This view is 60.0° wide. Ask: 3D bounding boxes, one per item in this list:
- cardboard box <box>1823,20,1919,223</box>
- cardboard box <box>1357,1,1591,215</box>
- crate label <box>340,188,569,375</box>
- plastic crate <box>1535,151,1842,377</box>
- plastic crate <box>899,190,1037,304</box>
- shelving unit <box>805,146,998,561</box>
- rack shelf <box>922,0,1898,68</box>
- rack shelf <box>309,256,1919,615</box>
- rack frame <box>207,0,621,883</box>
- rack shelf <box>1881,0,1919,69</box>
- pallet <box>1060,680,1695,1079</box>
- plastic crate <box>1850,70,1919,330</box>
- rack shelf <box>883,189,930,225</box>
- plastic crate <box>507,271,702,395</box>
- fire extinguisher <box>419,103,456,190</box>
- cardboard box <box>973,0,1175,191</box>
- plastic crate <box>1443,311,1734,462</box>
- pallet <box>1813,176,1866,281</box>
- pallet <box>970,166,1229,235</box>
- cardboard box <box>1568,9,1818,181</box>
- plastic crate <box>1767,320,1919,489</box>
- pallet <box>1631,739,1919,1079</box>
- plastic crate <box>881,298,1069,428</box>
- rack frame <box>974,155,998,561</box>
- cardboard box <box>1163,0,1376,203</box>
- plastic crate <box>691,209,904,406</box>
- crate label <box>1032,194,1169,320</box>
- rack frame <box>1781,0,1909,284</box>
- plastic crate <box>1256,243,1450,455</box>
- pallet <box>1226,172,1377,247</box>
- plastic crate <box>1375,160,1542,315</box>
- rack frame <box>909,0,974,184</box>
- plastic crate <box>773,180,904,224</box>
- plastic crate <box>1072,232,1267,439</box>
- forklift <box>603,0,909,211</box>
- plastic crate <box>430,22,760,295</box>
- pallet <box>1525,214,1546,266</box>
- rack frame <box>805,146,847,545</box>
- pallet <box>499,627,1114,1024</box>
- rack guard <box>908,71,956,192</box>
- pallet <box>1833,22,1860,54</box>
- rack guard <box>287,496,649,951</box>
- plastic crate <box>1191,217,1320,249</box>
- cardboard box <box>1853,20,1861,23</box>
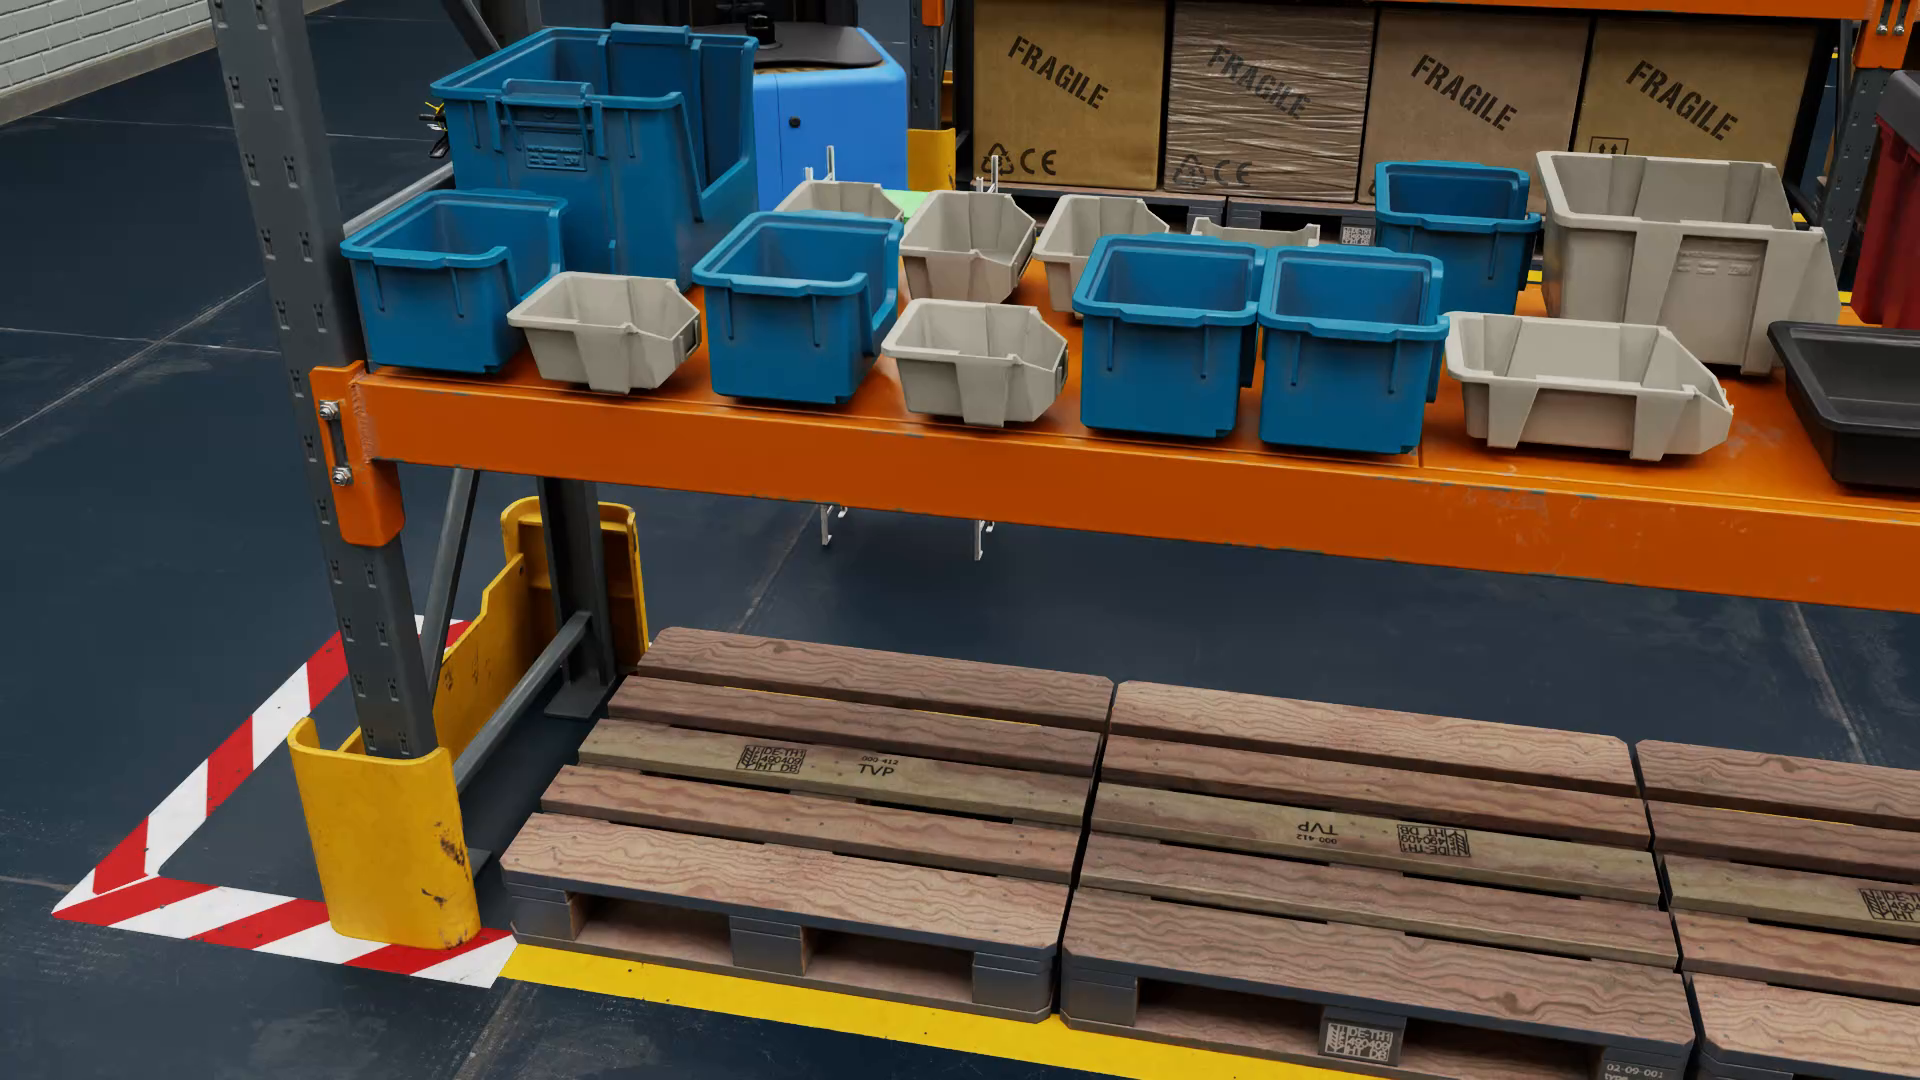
[{"bbox_3d":[4.478,-1.834,7.251,0.875,0.875,1.225,6,29,11],"label":"cardboard box"},{"bbox_3d":[2.339,-2.083,7.706,0.875,0.875,0.875,6,29,11],"label":"cardboard box"},{"bbox_3d":[-0.925,-0.485,3.124,0.303,0.233,0.416,6,29,11],"label":"crate label"},{"bbox_3d":[1.359,-0.524,3.145,0.530,0.282,0.437,6,29,11],"label":"plastic crate"},{"bbox_3d":[0.018,-0.590,3.415,0.243,0.136,0.396,6,29,11],"label":"plastic crate"},{"bbox_3d":[-0.162,-0.543,4.992,0.503,1.200,0.258,6,29,11],"label":"shelving unit"},{"bbox_3d":[1.892,-2.521,7.481,4.000,0.370,1.077,6,29,11],"label":"rack shelf"},{"bbox_3d":[0.858,-0.195,3.232,4.000,0.370,1.077,6,29,11],"label":"rack shelf"},{"bbox_3d":[-1.098,-0.711,3.426,0.127,3.000,1.000,6,29,11],"label":"rack frame"},{"bbox_3d":[5.804,-2.120,6.748,4.000,0.370,1.077,6,29,11],"label":"rack shelf"},{"bbox_3d":[0.890,0.736,3.686,1.213,0.211,1.003,6,29,11],"label":"pallet"},{"bbox_3d":[1.993,-0.572,3.042,0.583,0.464,0.402,6,29,11],"label":"plastic crate"},{"bbox_3d":[-0.162,-0.908,4.792,0.480,0.148,0.258,6,29,11],"label":"rack shelf"},{"bbox_3d":[-0.629,-0.372,3.018,0.298,0.136,0.250,6,29,11],"label":"plastic crate"},{"bbox_3d":[-1.150,-0.743,3.952,0.183,0.674,0.296,6,29,11],"label":"fire extinguisher"},{"bbox_3d":[0.579,-2.263,8.035,0.875,0.875,0.875,6,29,11],"label":"cardboard box"},{"bbox_3d":[1.048,-0.254,2.803,0.466,0.136,0.293,6,29,11],"label":"plastic crate"},{"bbox_3d":[4.619,-1.371,7.535,1.213,0.211,1.003,6,29,11],"label":"pallet"},{"bbox_3d":[0.735,-1.771,8.265,1.213,0.211,1.003,6,29,11],"label":"pallet"},{"bbox_3d":[3.220,-1.992,7.541,0.875,0.875,0.875,6,29,11],"label":"cardboard box"},{"bbox_3d":[1.663,-0.202,2.720,0.590,0.125,0.437,6,29,11],"label":"plastic crate"},{"bbox_3d":[2.087,0.857,3.464,1.213,0.211,1.003,6,29,11],"label":"pallet"},{"bbox_3d":[0.035,-0.304,2.893,0.298,0.136,0.250,6,29,11],"label":"plastic crate"},{"bbox_3d":[0.077,-0.518,4.948,0.015,1.200,0.240,6,29,11],"label":"rack frame"},{"bbox_3d":[1.469,-2.172,7.869,0.875,0.875,0.875,6,29,11],"label":"cardboard box"},{"bbox_3d":[-0.281,-0.419,3.004,0.300,0.233,0.416,6,29,11],"label":"plastic crate"},{"bbox_3d":[0.295,-0.573,3.385,0.243,0.136,0.396,6,29,11],"label":"crate label"},{"bbox_3d":[3.848,-2.636,6.942,0.127,3.000,1.000,6,29,11],"label":"rack frame"},{"bbox_3d":[0.656,-0.323,2.828,0.300,0.233,0.416,6,29,11],"label":"plastic crate"},{"bbox_3d":[1.924,-1.648,8.040,1.213,0.211,1.003,6,29,11],"label":"pallet"},{"bbox_3d":[0.964,-0.579,3.296,0.300,0.233,0.416,6,29,11],"label":"plastic crate"},{"bbox_3d":[-0.063,-3.038,7.675,0.127,3.000,1.000,6,29,11],"label":"rack frame"},{"bbox_3d":[-0.262,-0.625,3.481,0.243,0.136,0.396,6,29,11],"label":"plastic crate"},{"bbox_3d":[0.363,-0.353,2.883,0.300,0.233,0.416,6,29,11],"label":"plastic crate"},{"bbox_3d":[-1.047,-2.748,7.217,1.130,2.935,3.031,-7,29,-13],"label":"forklift"},{"bbox_3d":[-0.731,-0.807,3.502,0.499,0.435,0.616,6,29,11],"label":"plastic crate"},{"bbox_3d":[3.121,-1.526,7.818,1.213,0.211,1.003,6,29,11],"label":"pallet"},{"bbox_3d":[-0.401,-0.567,5.037,0.015,1.200,0.240,6,29,11],"label":"rack frame"},{"bbox_3d":[-0.299,0.613,3.911,1.213,0.211,1.003,6,29,11],"label":"pallet"},{"bbox_3d":[-0.087,-1.944,8.279,0.348,0.500,1.175,6,29,11],"label":"rack guard"},{"bbox_3d":[5.745,-3.655,11.707,1.213,0.211,1.003,6,29,11],"label":"pallet"},{"bbox_3d":[-1.124,0.389,4.020,0.348,0.500,1.175,6,29,11],"label":"rack guard"},{"bbox_3d":[0.589,-0.552,3.347,0.250,0.136,0.298,6,29,11],"label":"plastic crate"},{"bbox_3d":[6.168,-3.792,11.219,0.500,0.500,0.500,7,30,13],"label":"cardboard box"}]
